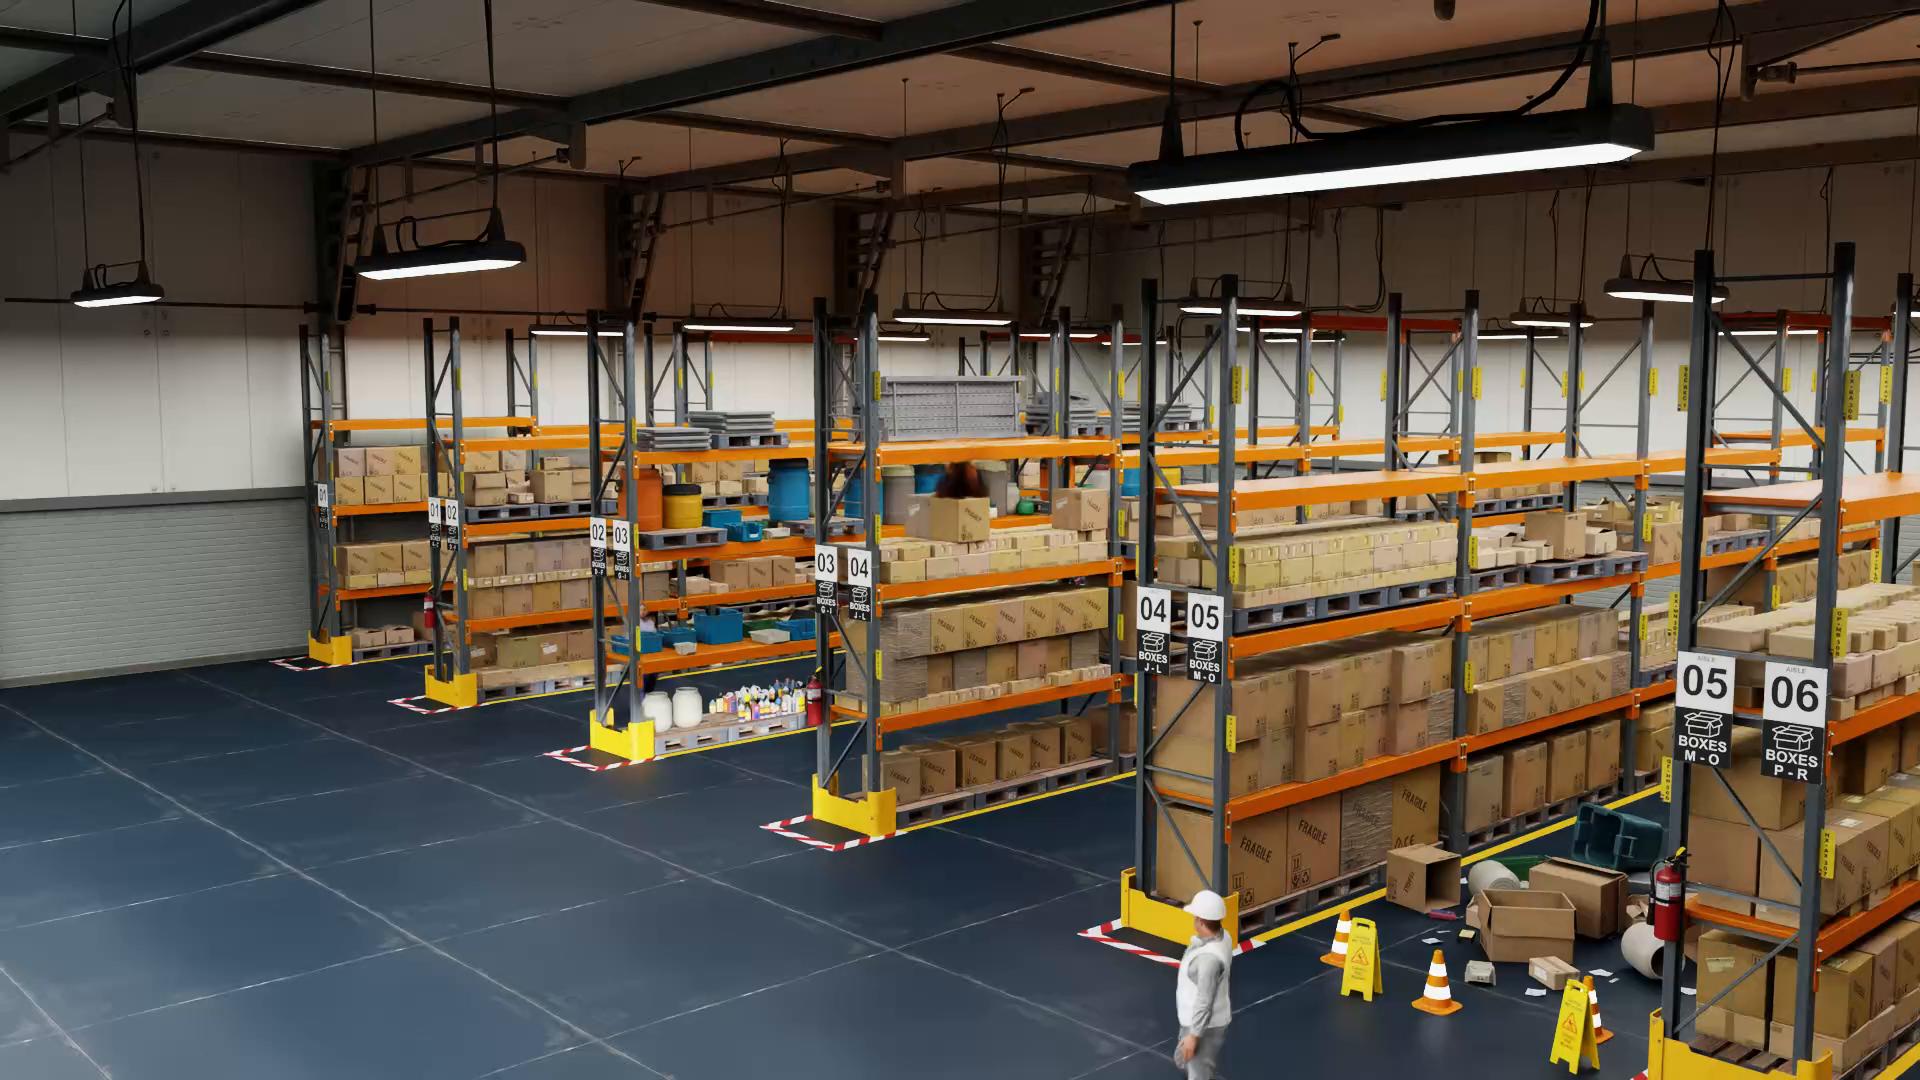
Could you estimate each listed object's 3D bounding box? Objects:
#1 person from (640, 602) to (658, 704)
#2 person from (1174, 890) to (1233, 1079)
[{"bbox_3d":[-4.809,1.795,25.425,0.363,1.681,0.533,3,7,27],"label":"person"},{"bbox_3d":[1.611,3.172,10.969,0.459,1.777,0.611,1,6,6],"label":"person"}]
